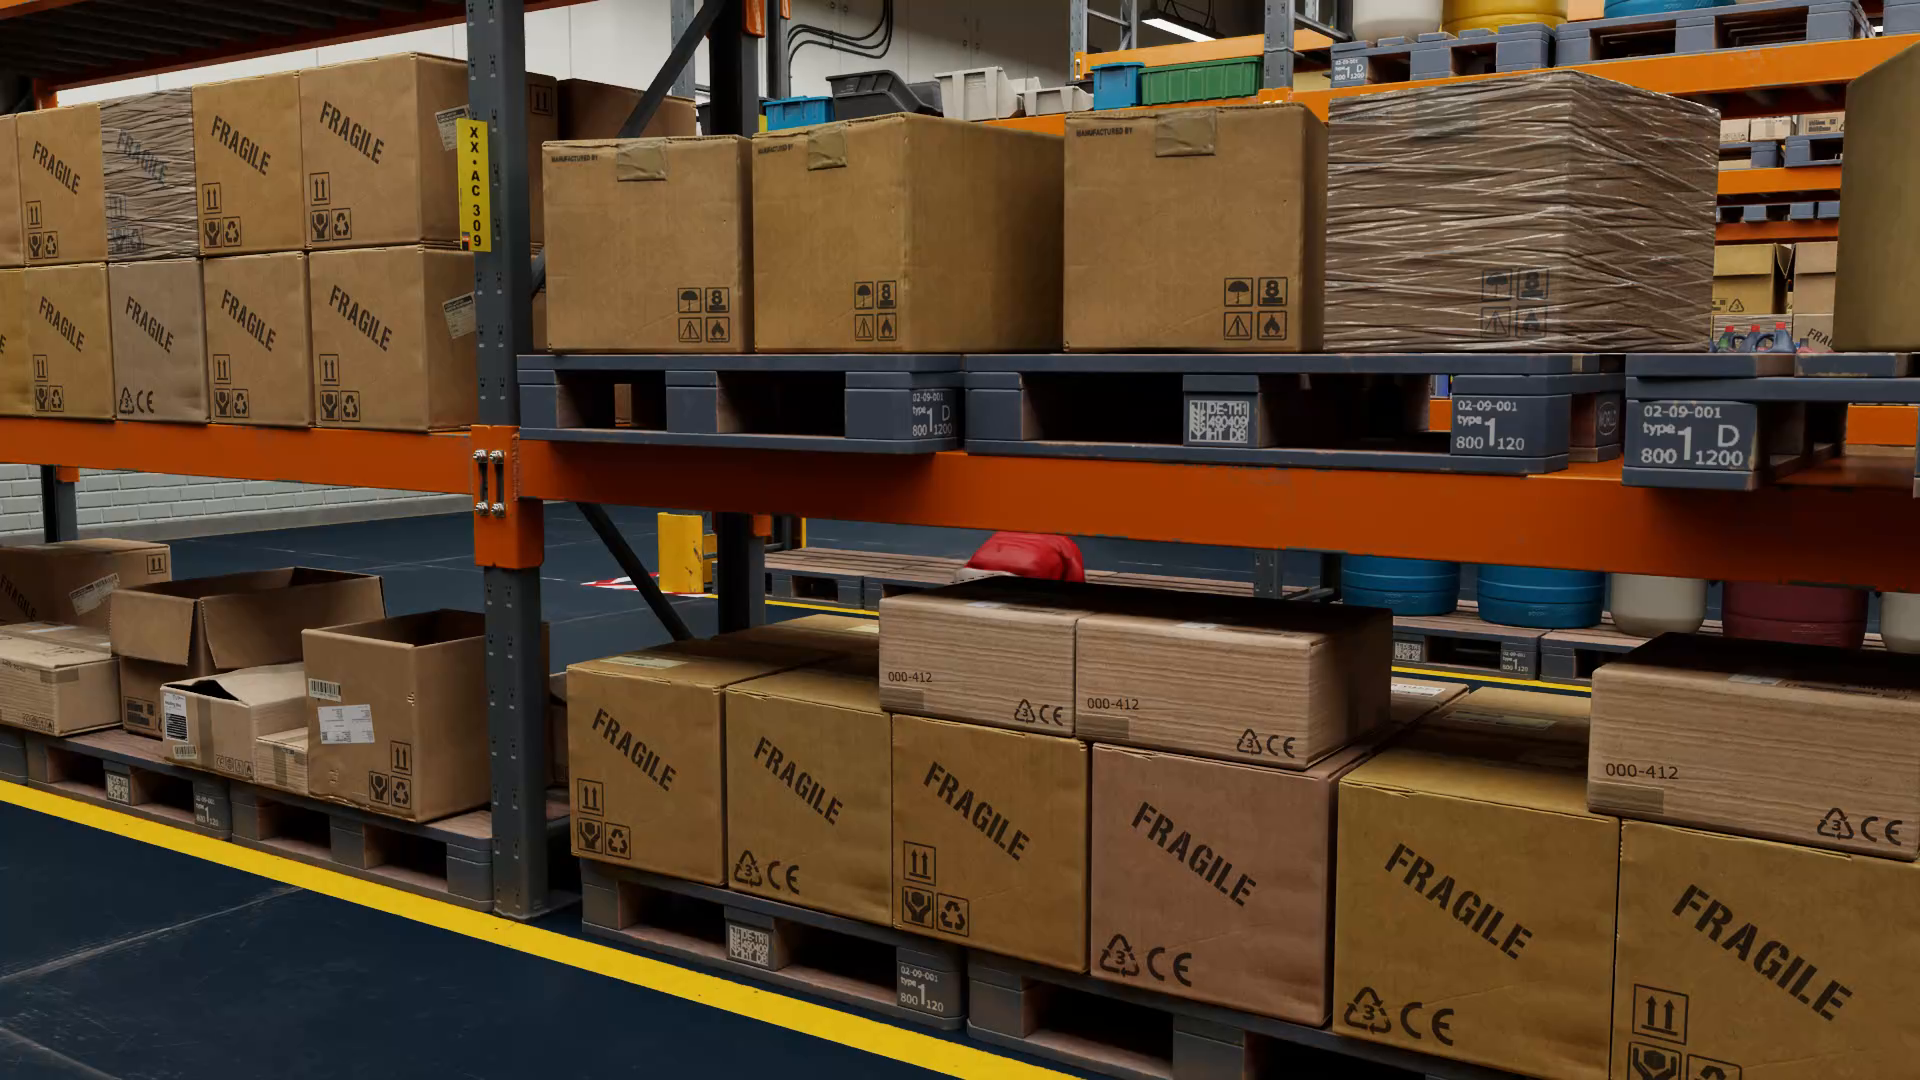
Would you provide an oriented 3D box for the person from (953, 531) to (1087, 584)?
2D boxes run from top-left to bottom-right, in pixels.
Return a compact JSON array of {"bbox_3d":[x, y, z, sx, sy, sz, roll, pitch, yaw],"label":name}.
[{"bbox_3d":[0.301,0.333,7.503,0.524,0.824,0.829,4,7,32],"label":"person"}]
